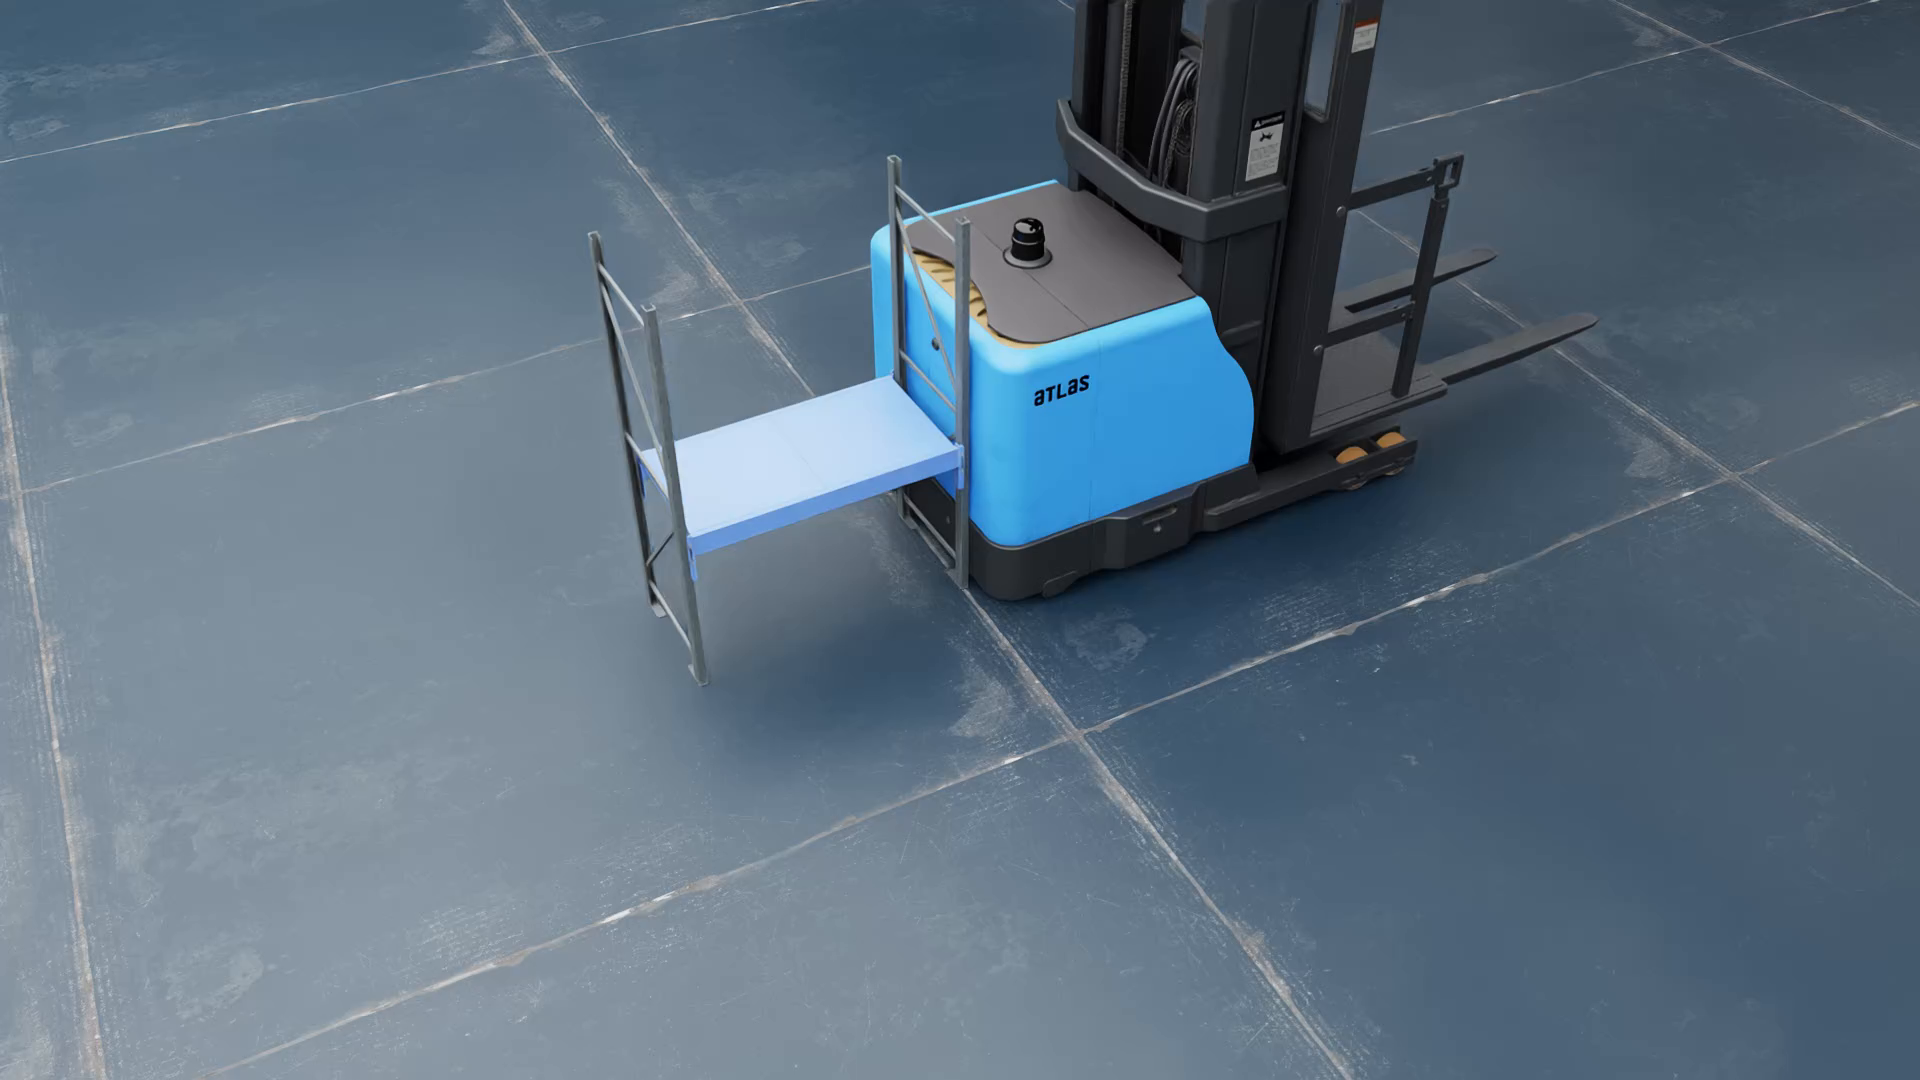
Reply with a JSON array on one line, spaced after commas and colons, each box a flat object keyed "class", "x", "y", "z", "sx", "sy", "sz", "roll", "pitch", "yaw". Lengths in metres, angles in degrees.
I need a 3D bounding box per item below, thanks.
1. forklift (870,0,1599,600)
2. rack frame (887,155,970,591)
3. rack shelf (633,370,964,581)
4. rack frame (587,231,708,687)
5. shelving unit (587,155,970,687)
[{"class": "forklift", "x": 1.208, "y": -1.594, "z": 5.865, "sx": 3.031, "sy": 2.935, "sz": 1.130, "roll": -20, "pitch": 44, "yaw": -22}, {"class": "rack frame", "x": -0.103, "y": -0.535, "z": 5.721, "sx": 0.032, "sy": 1.500, "sz": 0.500, "roll": -20, "pitch": 44, "yaw": -22}, {"class": "rack shelf", "x": -0.548, "y": -0.238, "z": 5.649, "sx": 1.000, "sy": 0.185, "sz": 0.538, "roll": -20, "pitch": 44, "yaw": -22}, {"class": "rack frame", "x": -0.992, "y": -0.217, "z": 5.345, "sx": 0.032, "sy": 1.500, "sz": 0.500, "roll": -20, "pitch": 44, "yaw": -22}, {"class": "shelving unit", "x": -0.548, "y": -0.376, "z": 5.533, "sx": 1.048, "sy": 1.500, "sz": 0.538, "roll": -20, "pitch": 44, "yaw": -22}]
